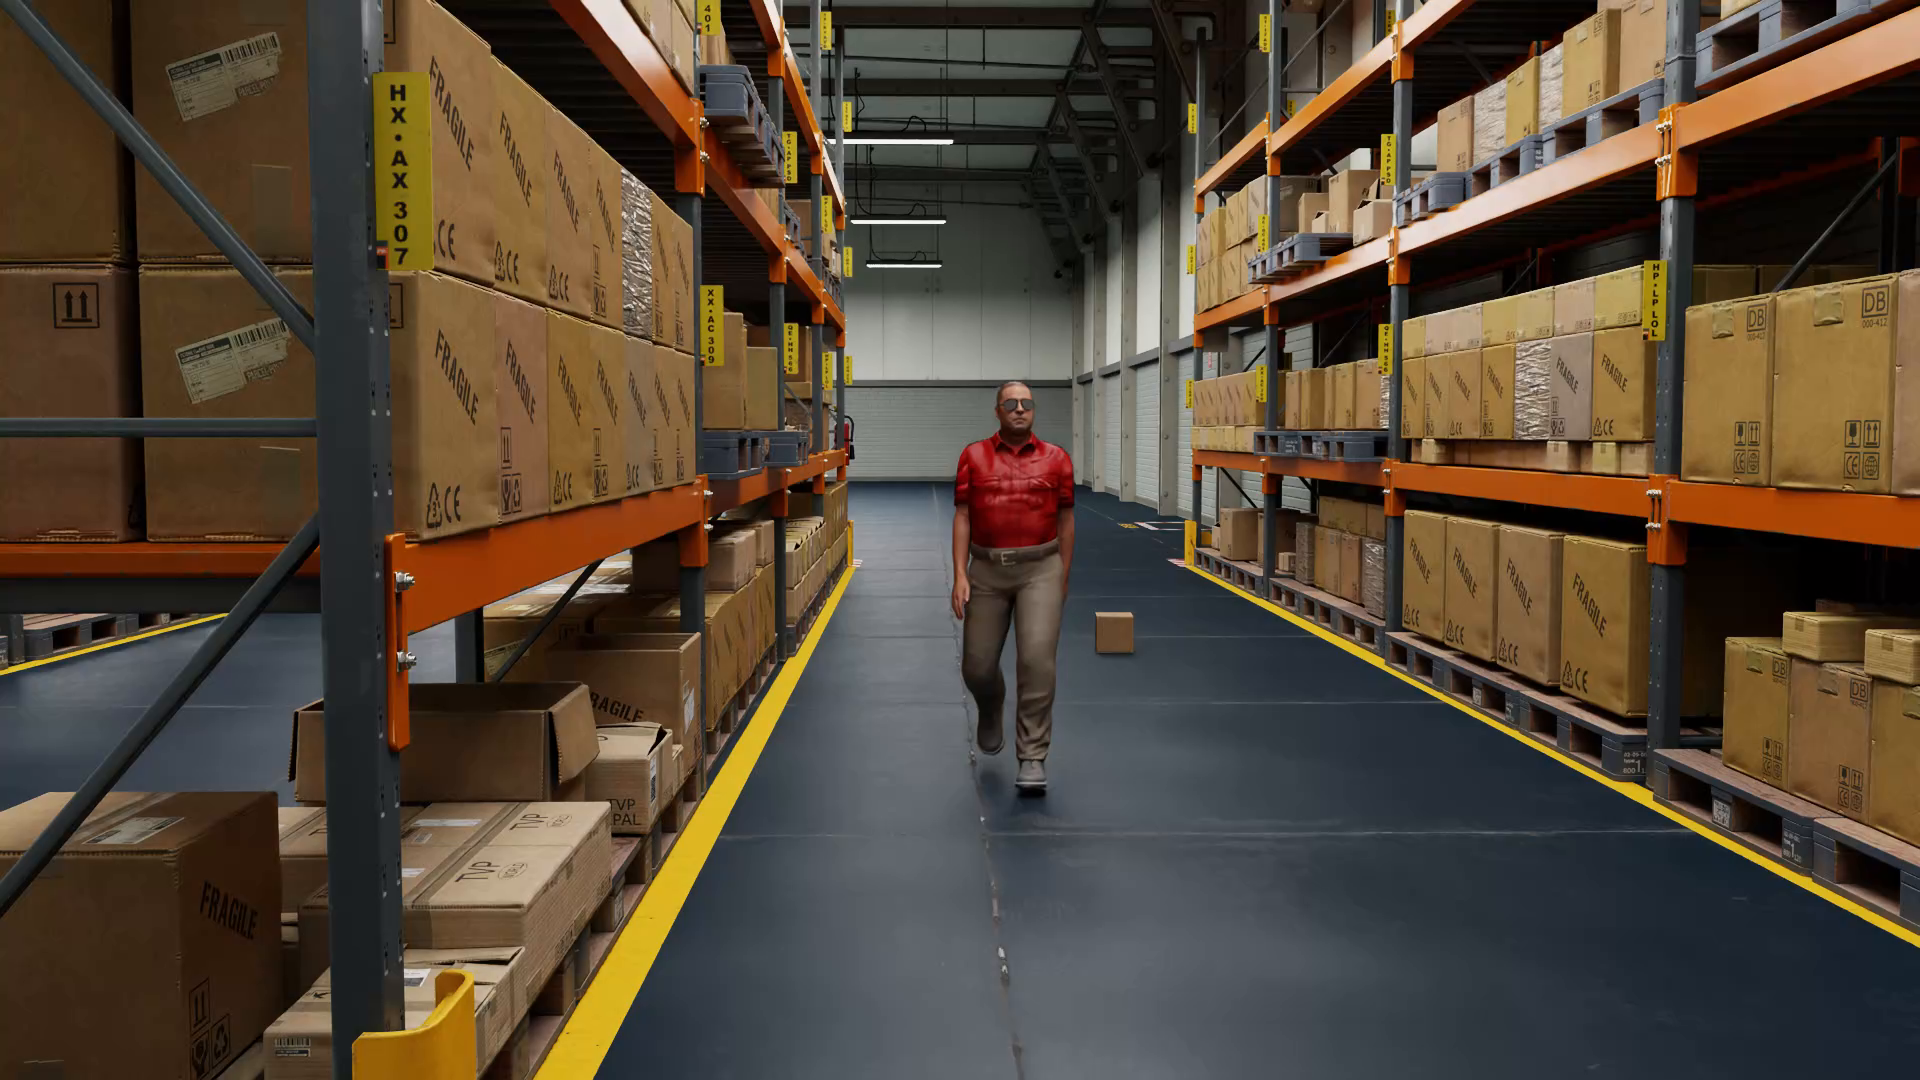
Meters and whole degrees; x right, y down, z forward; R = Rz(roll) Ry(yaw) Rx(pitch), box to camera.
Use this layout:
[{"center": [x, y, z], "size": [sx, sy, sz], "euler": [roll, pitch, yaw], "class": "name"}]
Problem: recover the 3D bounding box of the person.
[{"center": [0.230, 0.165, 7.149], "size": [0.524, 1.693, 0.765], "euler": [0, 4, 5], "class": "person"}]
